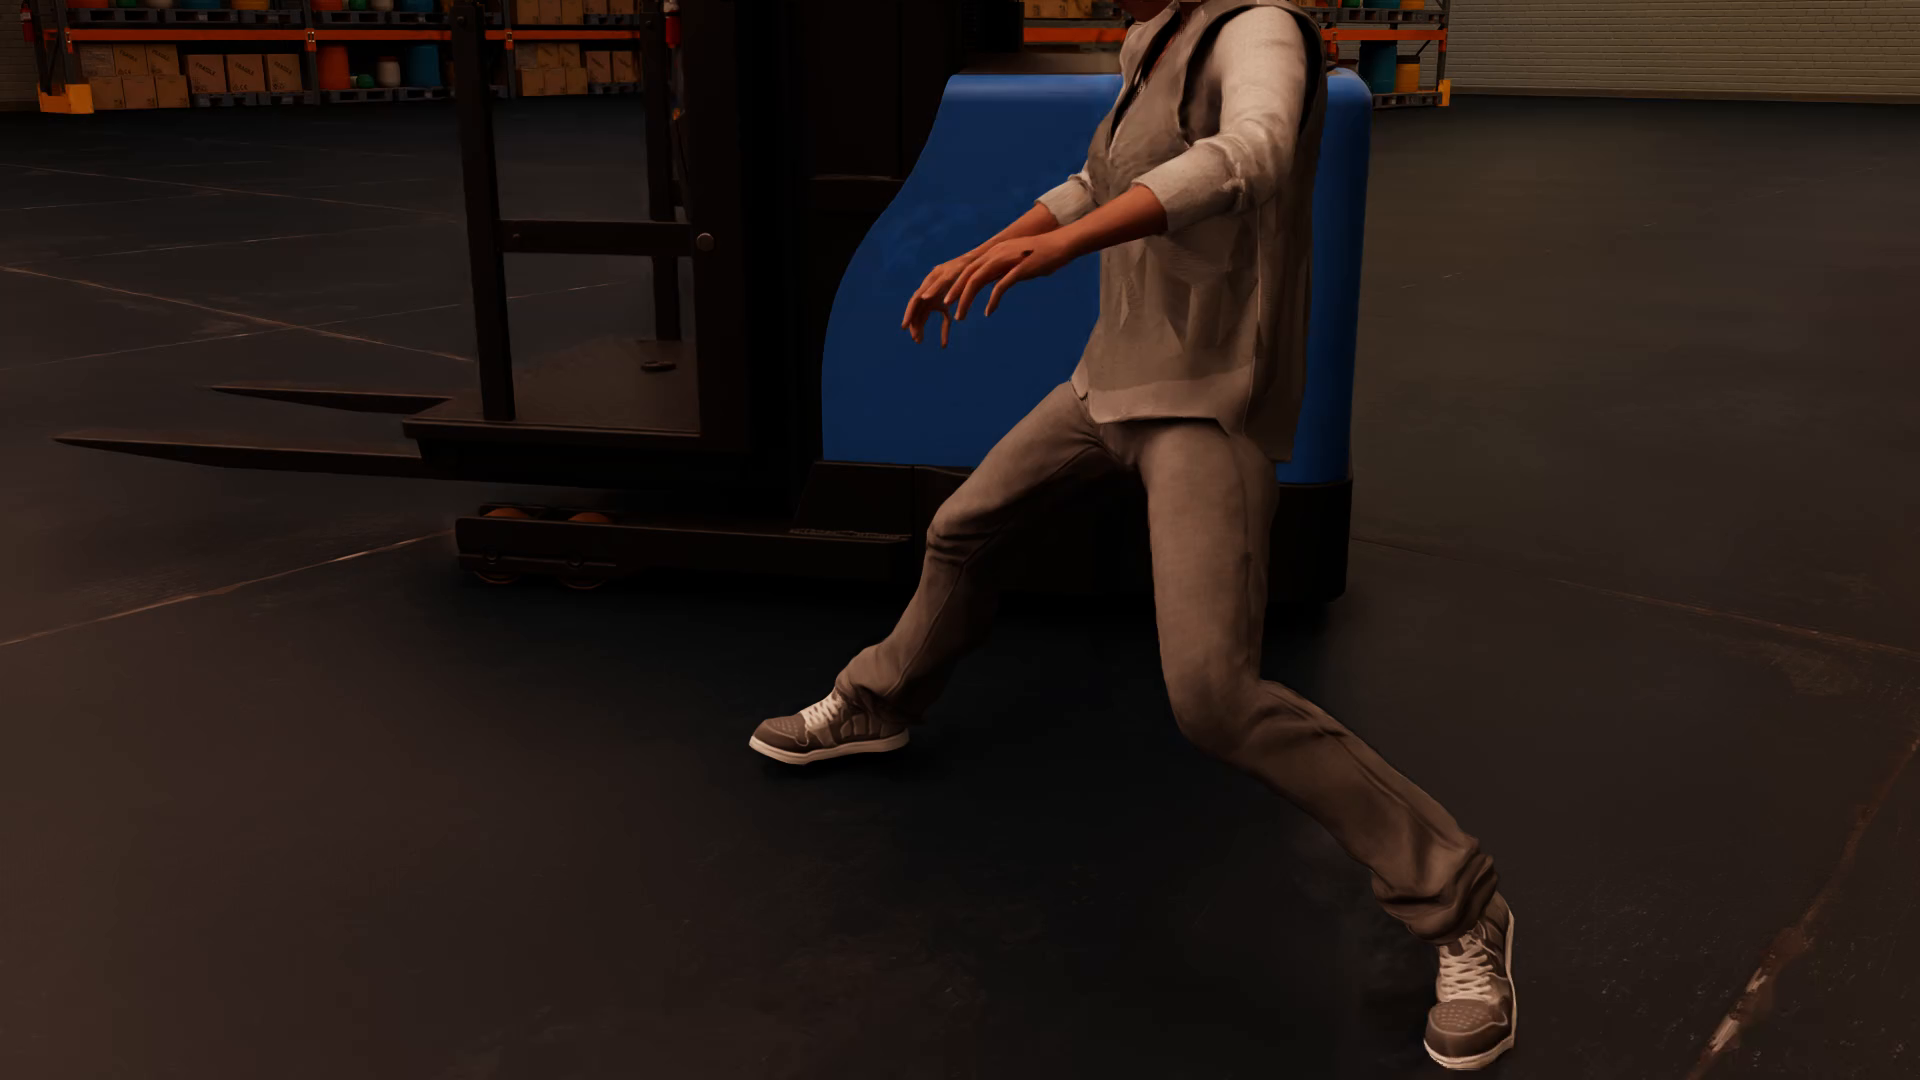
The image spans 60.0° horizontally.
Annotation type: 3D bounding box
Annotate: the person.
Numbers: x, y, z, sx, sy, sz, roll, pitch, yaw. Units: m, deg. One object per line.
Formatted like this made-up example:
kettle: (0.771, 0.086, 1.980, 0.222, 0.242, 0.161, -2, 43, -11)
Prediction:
person: (0.183, -0.177, 2.161, 0.867, 1.410, 1.073, -4, 17, -12)

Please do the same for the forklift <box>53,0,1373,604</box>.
forklift: (-0.623, -1.440, 3.638, 3.031, 2.935, 1.130, 3, 17, 11)
